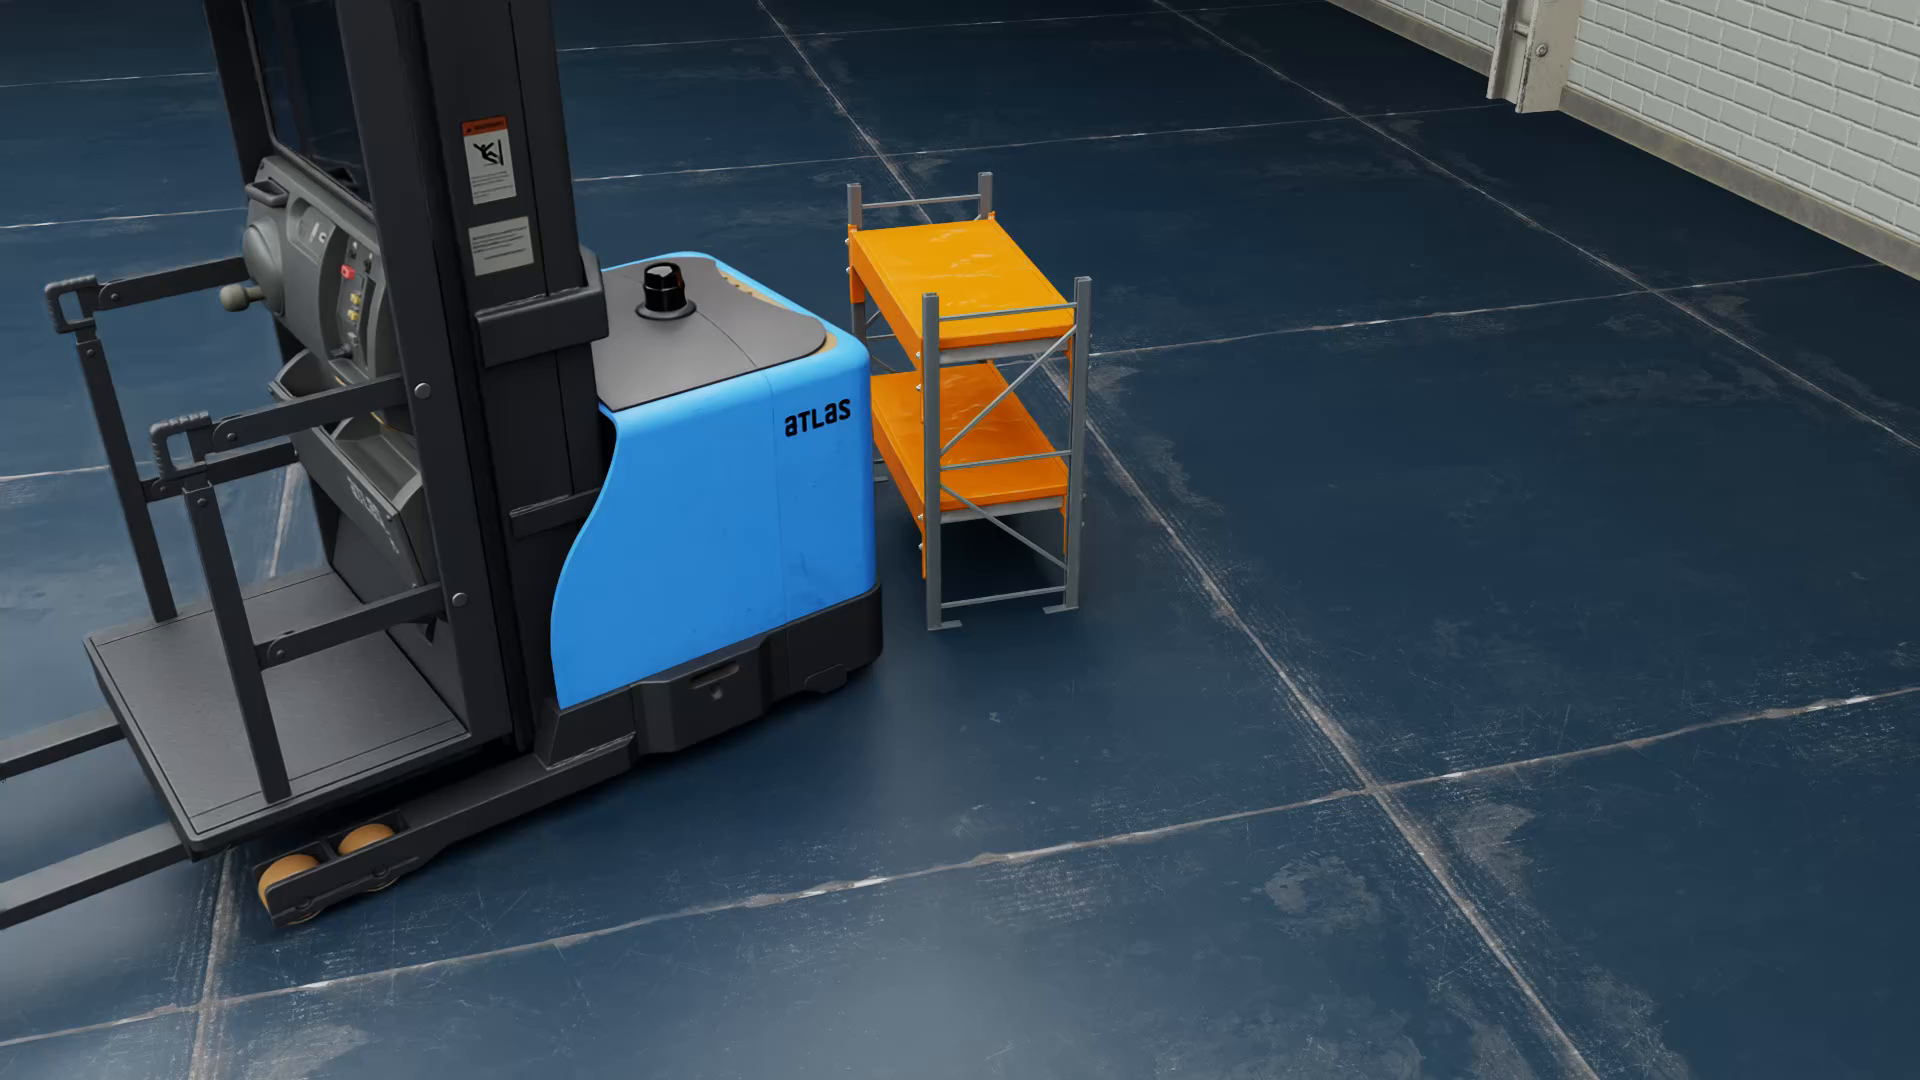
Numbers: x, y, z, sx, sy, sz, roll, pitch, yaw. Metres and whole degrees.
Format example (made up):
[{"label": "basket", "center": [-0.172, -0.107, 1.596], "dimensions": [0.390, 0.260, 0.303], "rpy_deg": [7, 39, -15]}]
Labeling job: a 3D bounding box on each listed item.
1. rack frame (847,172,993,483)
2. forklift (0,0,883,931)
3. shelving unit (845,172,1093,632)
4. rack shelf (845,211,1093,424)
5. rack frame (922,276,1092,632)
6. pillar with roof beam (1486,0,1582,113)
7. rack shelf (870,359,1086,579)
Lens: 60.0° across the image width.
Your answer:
[{"label": "rack frame", "center": [-0.133, -0.729, 5.887], "dimensions": [0.500, 1.125, 0.032], "rpy_deg": [-8, 31, -13]}, {"label": "forklift", "center": [-1.715, -0.622, 3.898], "dimensions": [3.031, 2.935, 1.130], "rpy_deg": [-21, 36, -31]}, {"label": "shelving unit", "center": [0.002, -0.484, 5.463], "dimensions": [0.538, 1.125, 1.048], "rpy_deg": [-8, 31, -13]}, {"label": "rack shelf", "center": [0.002, -0.737, 5.316], "dimensions": [0.538, 0.278, 1.000], "rpy_deg": [-8, 31, -13]}, {"label": "rack frame", "center": [0.137, -0.238, 5.038], "dimensions": [0.500, 1.125, 0.032], "rpy_deg": [-8, 31, -13]}, {"label": "pillar with roof beam", "center": [-0.579, -6.090, 7.288], "dimensions": [9.100, 9.000, 0.400], "rpy_deg": [-8, 31, -13]}, {"label": "rack shelf", "center": [0.002, -0.272, 5.585], "dimensions": [0.538, 0.278, 1.000], "rpy_deg": [-8, 31, -13]}]
